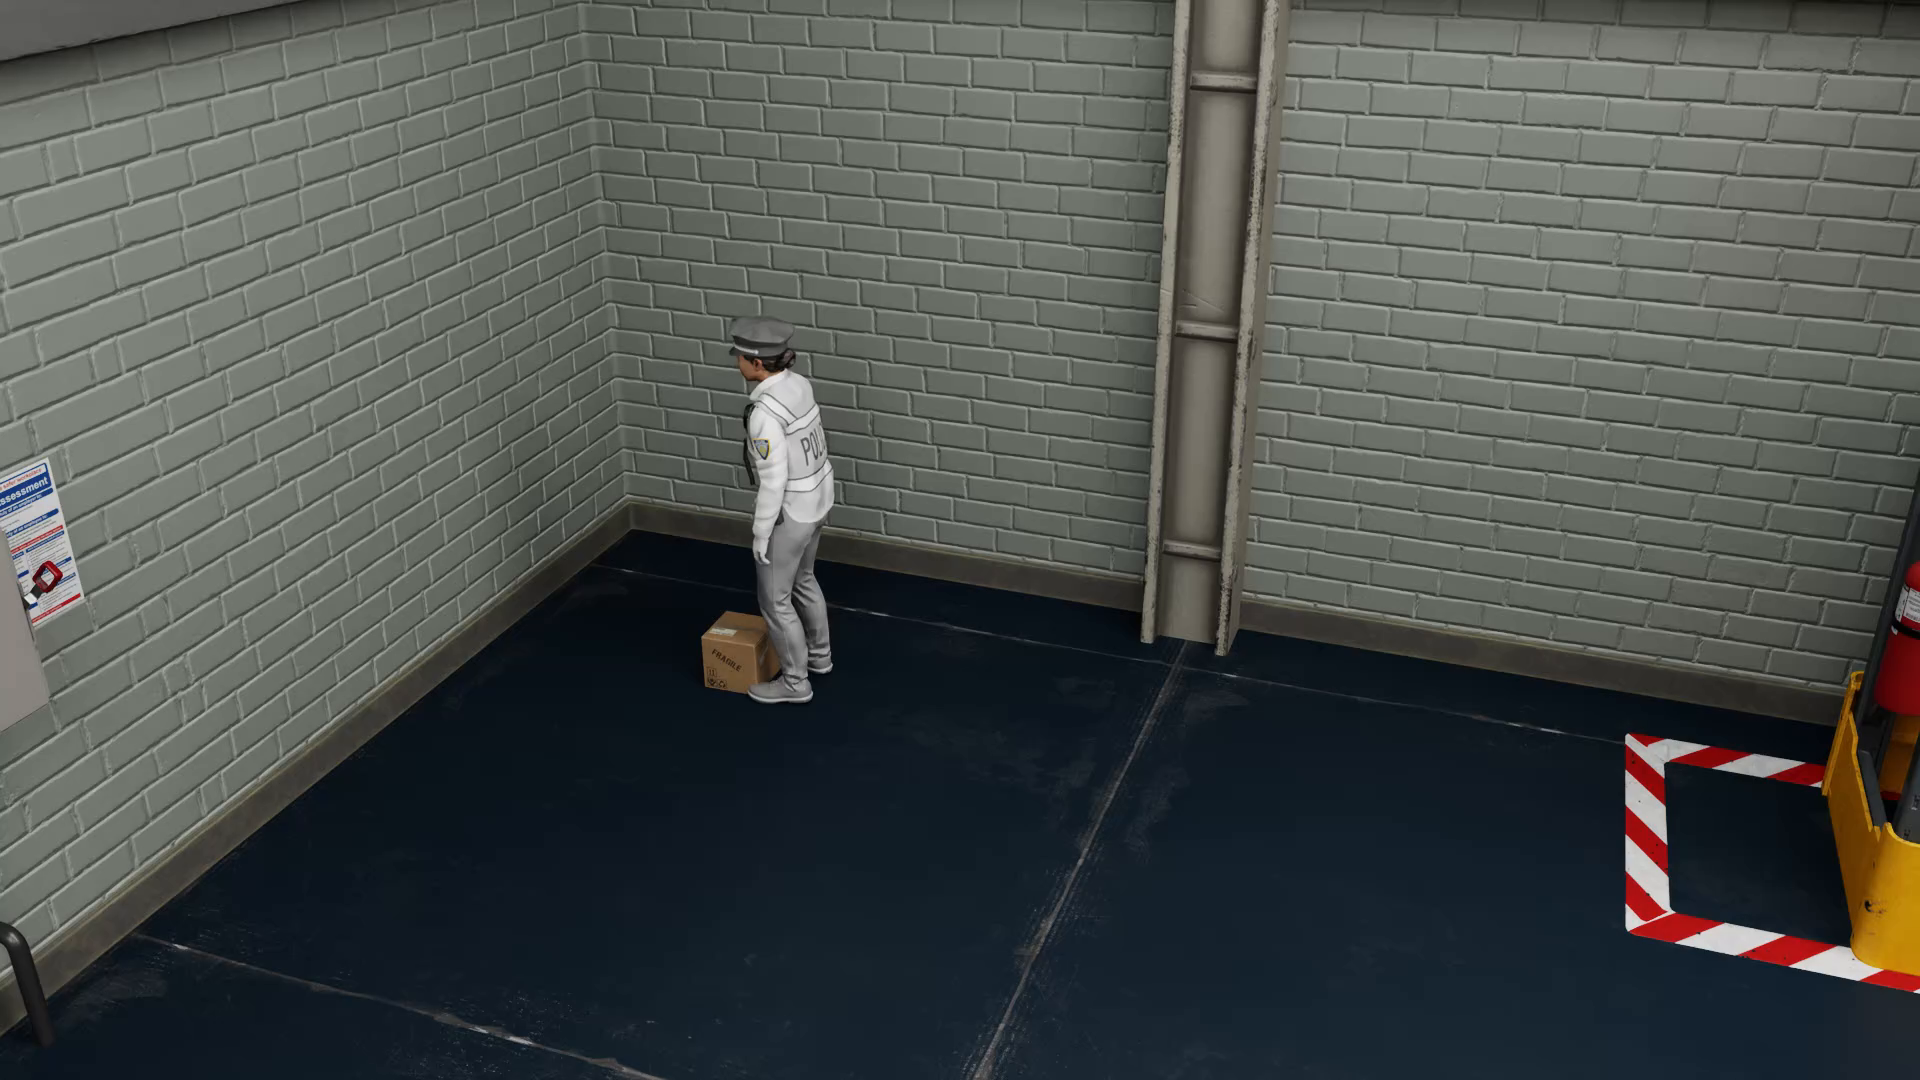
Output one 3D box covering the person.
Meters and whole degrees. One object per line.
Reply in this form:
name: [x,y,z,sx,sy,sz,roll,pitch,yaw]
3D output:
person: [-0.718,-0.110,6.835,0.376,1.662,0.542,7,27,14]
